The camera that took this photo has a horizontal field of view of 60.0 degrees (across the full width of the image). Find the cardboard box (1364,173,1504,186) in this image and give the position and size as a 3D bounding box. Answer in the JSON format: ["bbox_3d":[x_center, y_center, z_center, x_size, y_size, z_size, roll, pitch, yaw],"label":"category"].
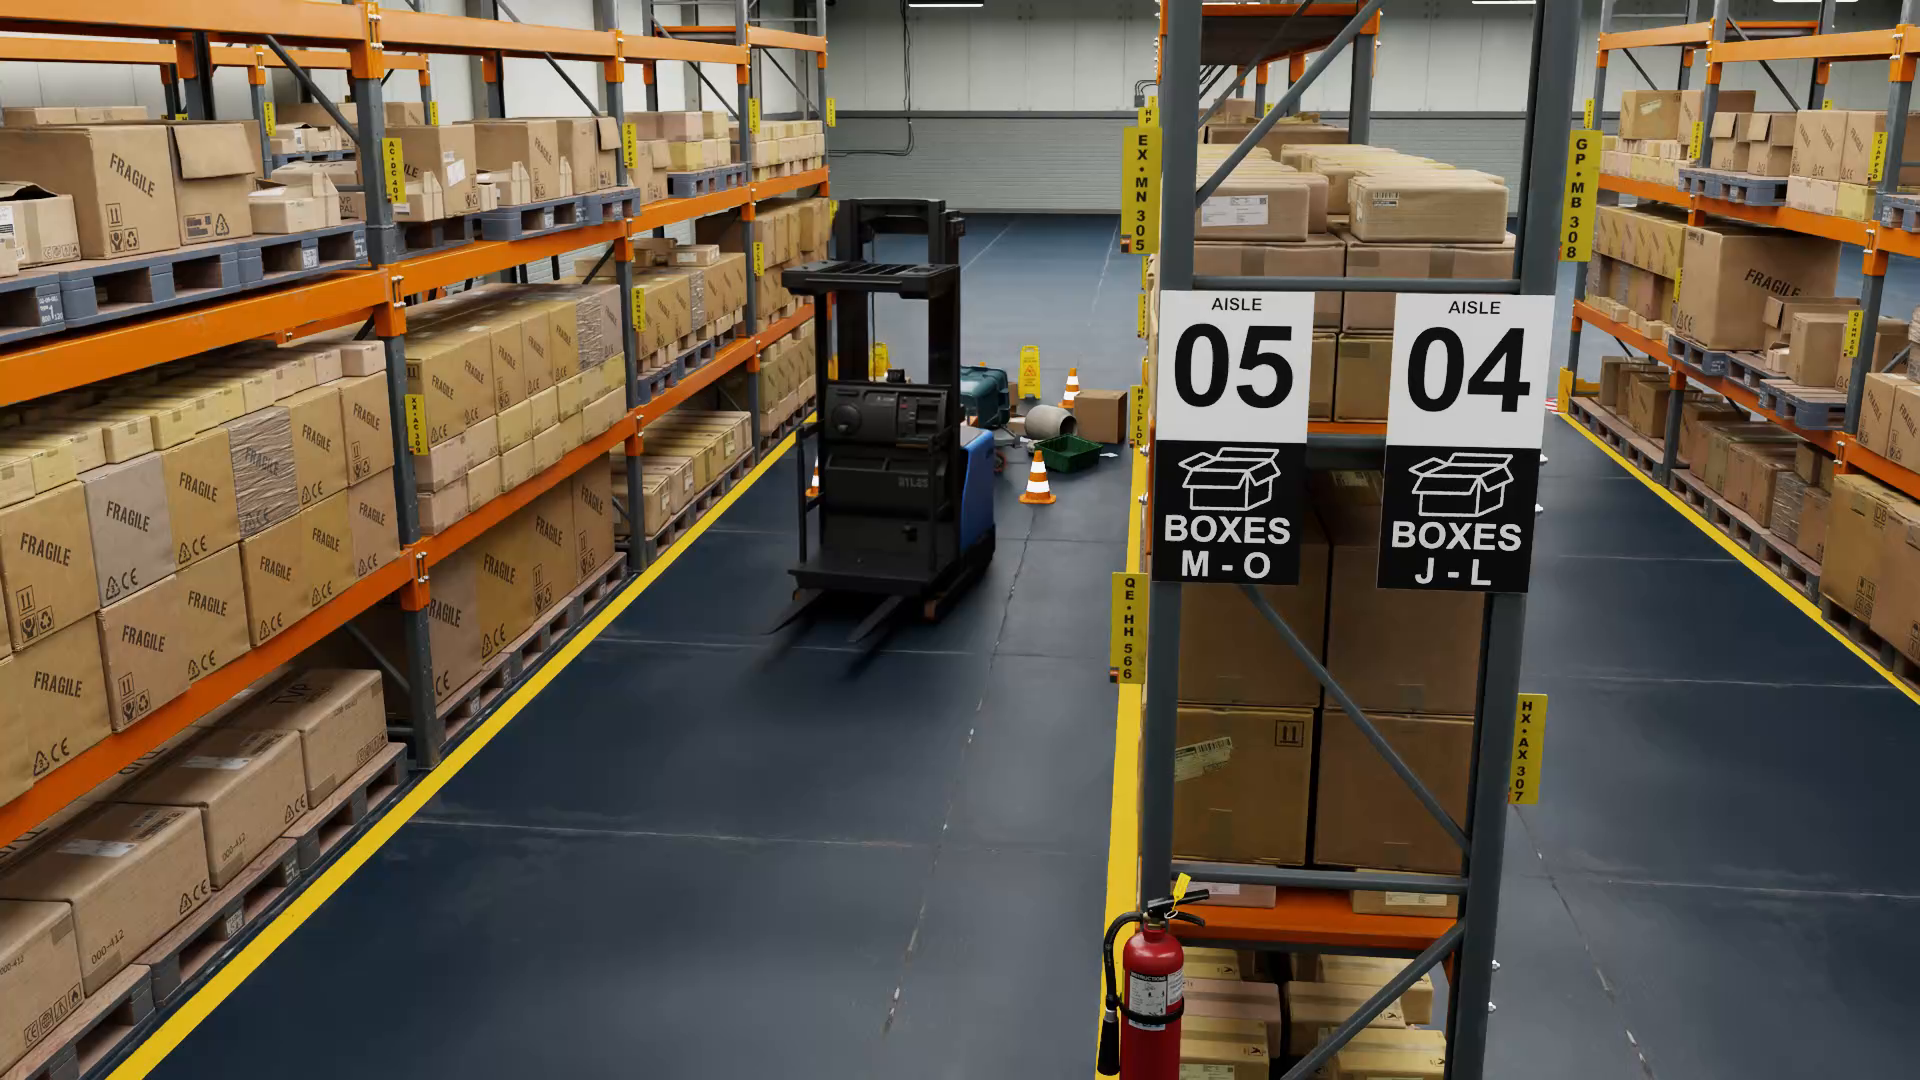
[{"bbox_3d":[1.436,-1.038,5.073,0.380,0.149,0.250,2,15,6],"label":"cardboard box"}]

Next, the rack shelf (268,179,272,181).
[{"bbox_3d":[-7.710,-2.977,15.055,1.077,0.370,4.000,2,15,6],"label":"rack shelf"}]

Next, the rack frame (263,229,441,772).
[{"bbox_3d":[-3.455,-0.174,9.061,1.000,3.000,0.127,2,15,6],"label":"rack frame"}]

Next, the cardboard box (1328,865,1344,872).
[{"bbox_3d":[1.374,0.962,5.338,0.380,0.149,0.250,2,15,8],"label":"cardboard box"}]

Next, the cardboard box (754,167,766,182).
[{"bbox_3d":[-2.186,-3.716,16.892,0.380,0.149,0.250,2,15,6],"label":"cardboard box"}]

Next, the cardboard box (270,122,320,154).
[{"bbox_3d":[-7.148,-4.259,17.595,0.500,0.311,0.500,2,15,7],"label":"cardboard box"}]

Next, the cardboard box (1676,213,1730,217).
[{"bbox_3d":[7.755,-3.131,17.316,0.500,0.500,0.500,2,15,6],"label":"cardboard box"}]

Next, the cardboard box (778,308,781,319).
[{"bbox_3d":[-2.160,-2.470,18.033,0.380,0.149,0.250,2,15,6],"label":"cardboard box"}]

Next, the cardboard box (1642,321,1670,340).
[{"bbox_3d":[7.070,-2.096,16.650,0.380,0.149,0.250,2,15,6],"label":"cardboard box"}]

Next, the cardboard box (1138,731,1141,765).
[{"bbox_3d":[1.116,1.060,8.584,0.380,0.149,0.250,2,15,9],"label":"cardboard box"}]

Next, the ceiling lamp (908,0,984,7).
[{"bbox_3d":[-0.339,-15.630,43.545,2.000,3.185,0.800,2,15,6],"label":"ceiling lamp"}]

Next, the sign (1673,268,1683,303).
[{"bbox_3d":[6.755,-2.389,15.593,0.100,0.325,0.005,2,15,6],"label":"sign"}]

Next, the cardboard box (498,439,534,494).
[{"bbox_3d":[-3.012,-0.475,10.460,0.500,0.250,0.500,2,15,6],"label":"cardboard box"}]

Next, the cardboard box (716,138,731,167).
[{"bbox_3d":[-2.474,-3.672,15.731,0.500,0.250,0.500,1,15,5],"label":"cardboard box"}]

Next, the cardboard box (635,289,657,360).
[{"bbox_3d":[-2.723,-1.716,13.197,0.500,0.500,0.500,1,15,5],"label":"cardboard box"}]

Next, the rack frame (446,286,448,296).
[{"bbox_3d":[-7.033,-3.432,21.108,1.000,3.000,0.127,2,15,6],"label":"rack frame"}]

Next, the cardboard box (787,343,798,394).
[{"bbox_3d":[-2.108,-1.905,18.489,0.500,0.500,0.500,3,15,9],"label":"cardboard box"}]

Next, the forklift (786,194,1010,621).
[{"bbox_3d":[-0.473,-1.057,12.458,1.130,2.935,3.031,4,16,15],"label":"forklift"}]

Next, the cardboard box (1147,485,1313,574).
[{"bbox_3d":[0.885,0.051,5.552,0.500,0.500,0.500,1,15,4],"label":"cardboard box"}]

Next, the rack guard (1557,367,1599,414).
[{"bbox_3d":[7.737,-1.769,19.745,1.175,0.500,0.348,2,15,6],"label":"rack guard"}]

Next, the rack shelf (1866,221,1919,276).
[{"bbox_3d":[6.618,-1.502,9.602,1.077,0.370,4.000,2,15,6],"label":"rack shelf"}]

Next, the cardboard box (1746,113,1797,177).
[{"bbox_3d":[7.038,-3.295,13.851,0.797,0.503,0.637,2,15,9],"label":"cardboard box"}]

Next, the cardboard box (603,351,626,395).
[{"bbox_3d":[-2.806,-1.248,12.359,0.500,0.250,0.500,2,15,6],"label":"cardboard box"}]

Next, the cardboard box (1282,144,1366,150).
[{"bbox_3d":[1.712,-1.775,7.799,0.380,0.149,0.250,1,15,4],"label":"cardboard box"}]

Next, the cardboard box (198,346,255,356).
[{"bbox_3d":[-3.761,-0.877,8.311,0.380,0.149,0.250,2,15,7],"label":"cardboard box"}]

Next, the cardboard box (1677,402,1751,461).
[{"bbox_3d":[7.380,-1.056,16.305,0.500,0.500,0.500,1,15,5],"label":"cardboard box"}]

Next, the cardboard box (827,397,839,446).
[{"bbox_3d":[-1.079,-1.282,17.940,0.500,0.500,0.500,-14,20,-42],"label":"cardboard box"}]

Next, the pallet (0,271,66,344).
[{"bbox_3d":[-3.833,-0.735,5.557,1.003,0.211,1.213,2,15,6],"label":"pallet"}]

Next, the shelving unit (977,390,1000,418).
[{"bbox_3d":[0.153,-0.659,14.299,0.258,1.200,0.503,4,16,15],"label":"shelving unit"}]

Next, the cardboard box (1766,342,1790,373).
[{"bbox_3d":[6.763,-1.498,13.410,0.396,0.266,0.258,1,15,5],"label":"cardboard box"}]

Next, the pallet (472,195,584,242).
[{"bbox_3d":[-3.147,-2.110,10.834,1.003,0.211,1.213,2,15,9],"label":"pallet"}]

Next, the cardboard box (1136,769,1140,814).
[{"bbox_3d":[1.085,1.273,8.366,0.380,0.149,0.250,2,15,8],"label":"cardboard box"}]

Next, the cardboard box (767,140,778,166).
[{"bbox_3d":[-2.181,-4.009,17.211,0.500,0.250,0.500,2,15,6],"label":"cardboard box"}]

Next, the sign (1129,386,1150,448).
[{"bbox_3d":[0.923,-0.629,8.524,0.100,0.325,0.005,2,15,6],"label":"sign"}]

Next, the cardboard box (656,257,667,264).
[{"bbox_3d":[-2.946,-2.401,15.728,0.500,0.500,0.500,2,15,6],"label":"cardboard box"}]

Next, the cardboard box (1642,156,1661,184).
[{"bbox_3d":[7.208,-3.726,16.738,0.500,0.250,0.500,2,15,6],"label":"cardboard box"}]

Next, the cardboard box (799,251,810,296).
[{"bbox_3d":[-2.009,-3.070,19.009,0.500,0.500,0.500,2,15,6],"label":"cardboard box"}]

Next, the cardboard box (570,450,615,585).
[{"bbox_3d":[-3.164,-0.212,12.467,0.875,0.875,0.875,2,15,6],"label":"cardboard box"}]

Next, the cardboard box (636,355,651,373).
[{"bbox_3d":[-2.717,-1.445,13.434,0.380,0.149,0.250,1,15,3],"label":"cardboard box"}]

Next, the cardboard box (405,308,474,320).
[{"bbox_3d":[-3.482,-1.229,10.852,0.500,0.500,0.500,2,15,7],"label":"cardboard box"}]

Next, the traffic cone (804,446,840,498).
[{"bbox_3d":[-1.301,-0.662,15.723,0.336,0.463,0.334,2,15,6],"label":"traffic cone"}]

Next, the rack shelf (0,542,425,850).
[{"bbox_3d":[-3.680,0.692,7.236,1.077,0.370,4.000,2,15,6],"label":"rack shelf"}]

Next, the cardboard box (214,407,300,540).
[{"bbox_3d":[-3.347,-0.311,7.459,0.500,0.500,0.500,2,15,7],"label":"cardboard box"}]

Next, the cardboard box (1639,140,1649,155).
[{"bbox_3d":[7.323,-4.096,17.340,0.380,0.149,0.250,2,15,6],"label":"cardboard box"}]

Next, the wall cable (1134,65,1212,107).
[{"bbox_3d":[6.455,-16.038,49.719,2.305,6.003,0.169,2,15,6],"label":"wall cable"}]

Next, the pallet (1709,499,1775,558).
[{"bbox_3d":[7.073,-0.092,14.098,1.003,0.211,1.213,2,15,6],"label":"pallet"}]

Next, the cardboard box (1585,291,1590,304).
[{"bbox_3d":[7.477,-2.807,19.277,0.380,0.149,0.250,2,15,6],"label":"cardboard box"}]

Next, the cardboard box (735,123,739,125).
[{"bbox_3d":[-2.546,-4.519,18.333,0.380,0.149,0.250,2,15,7],"label":"cardboard box"}]

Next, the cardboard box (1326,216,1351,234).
[{"bbox_3d":[1.389,-0.876,5.238,0.500,0.250,0.500,2,15,6],"label":"cardboard box"}]

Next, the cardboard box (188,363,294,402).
[{"bbox_3d":[-3.359,-0.734,7.779,0.380,0.149,0.250,2,15,6],"label":"cardboard box"}]

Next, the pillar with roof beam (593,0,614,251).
[{"bbox_3d":[-2.376,-9.160,30.796,9.100,9.000,0.400,2,15,6],"label":"pillar with roof beam"}]

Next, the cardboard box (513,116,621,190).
[{"bbox_3d":[-2.896,-2.810,12.060,0.797,0.503,0.637,1,15,3],"label":"cardboard box"}]

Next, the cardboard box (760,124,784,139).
[{"bbox_3d":[-2.100,-4.372,17.793,0.380,0.149,0.250,1,15,5],"label":"cardboard box"}]

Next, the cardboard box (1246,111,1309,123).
[{"bbox_3d":[2.096,-2.712,11.041,0.396,0.266,0.258,2,15,6],"label":"cardboard box"}]

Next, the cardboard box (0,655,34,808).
[{"bbox_3d":[-3.567,0.699,5.640,0.500,0.500,0.500,2,15,6],"label":"cardboard box"}]
